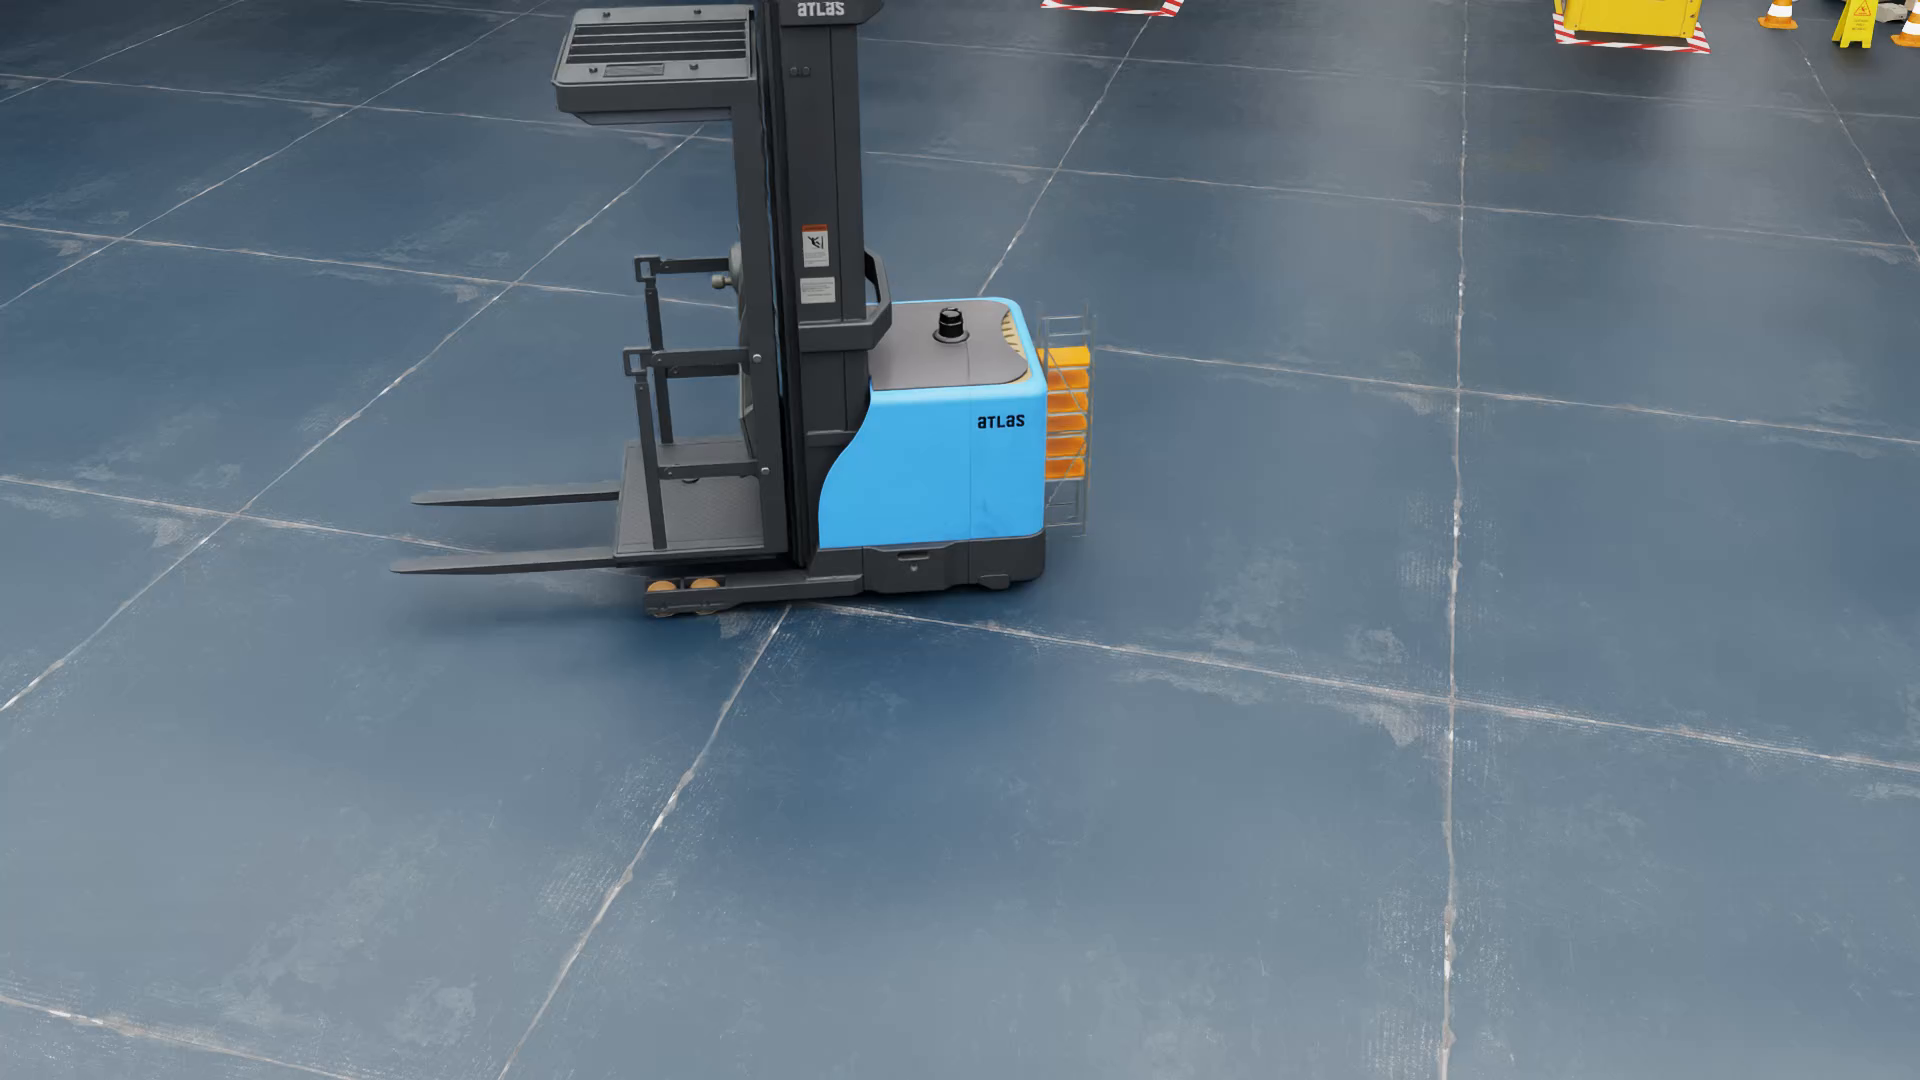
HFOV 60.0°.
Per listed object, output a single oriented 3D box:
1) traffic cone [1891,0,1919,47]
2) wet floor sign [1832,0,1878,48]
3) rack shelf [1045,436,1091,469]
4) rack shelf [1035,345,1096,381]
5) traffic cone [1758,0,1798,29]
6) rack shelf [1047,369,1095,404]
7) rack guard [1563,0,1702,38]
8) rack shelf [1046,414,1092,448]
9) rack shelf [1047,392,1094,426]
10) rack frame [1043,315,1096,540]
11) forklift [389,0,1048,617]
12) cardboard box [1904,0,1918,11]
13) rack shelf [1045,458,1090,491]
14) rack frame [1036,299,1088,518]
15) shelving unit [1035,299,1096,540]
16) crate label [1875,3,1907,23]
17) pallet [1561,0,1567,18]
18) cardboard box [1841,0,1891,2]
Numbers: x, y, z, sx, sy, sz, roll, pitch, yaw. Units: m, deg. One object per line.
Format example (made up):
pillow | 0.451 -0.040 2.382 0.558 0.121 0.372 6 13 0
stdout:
traffic cone | 8.928 -4.866 15.472 0.336 0.463 0.334 8 33 12
wet floor sign | 8.321 -4.906 15.366 0.267 0.644 0.232 3 33 4
rack shelf | 0.494 -0.425 8.106 0.258 0.103 0.180 -4 33 -7
rack shelf | 0.494 -0.830 7.849 0.258 0.103 0.180 -4 33 -7
traffic cone | 7.922 -5.196 15.992 0.336 0.463 0.334 8 33 12
rack shelf | 0.494 -0.728 7.913 0.258 0.103 0.180 -4 33 -7
rack guard | 6.407 -5.117 15.833 1.175 0.500 0.348 8 33 12
rack shelf | 0.494 -0.526 8.042 0.258 0.103 0.180 -4 33 -7
rack shelf | 0.494 -0.627 7.977 0.258 0.103 0.180 -4 33 -7
rack frame | 0.507 -0.515 7.941 0.240 1.200 0.006 -4 33 -7
forklift | -1.151 -1.180 7.374 3.031 2.935 1.130 -4 33 -6
cardboard box | 9.606 -5.315 16.471 0.380 0.149 0.250 28 42 36
rack shelf | 0.495 -0.323 8.170 0.258 0.103 0.180 -4 33 -7
rack frame | 0.482 -0.612 8.094 0.240 1.200 0.006 -4 33 -7
shelving unit | 0.494 -0.563 8.018 0.258 1.200 0.189 -4 33 -7
crate label | 9.068 -5.145 16.215 0.250 0.136 0.298 -8 33 -13
pallet | 6.541 -5.433 16.600 1.003 0.211 1.213 8 33 12
cardboard box | 9.224 -5.765 16.850 0.797 0.503 0.637 -14 35 -21
